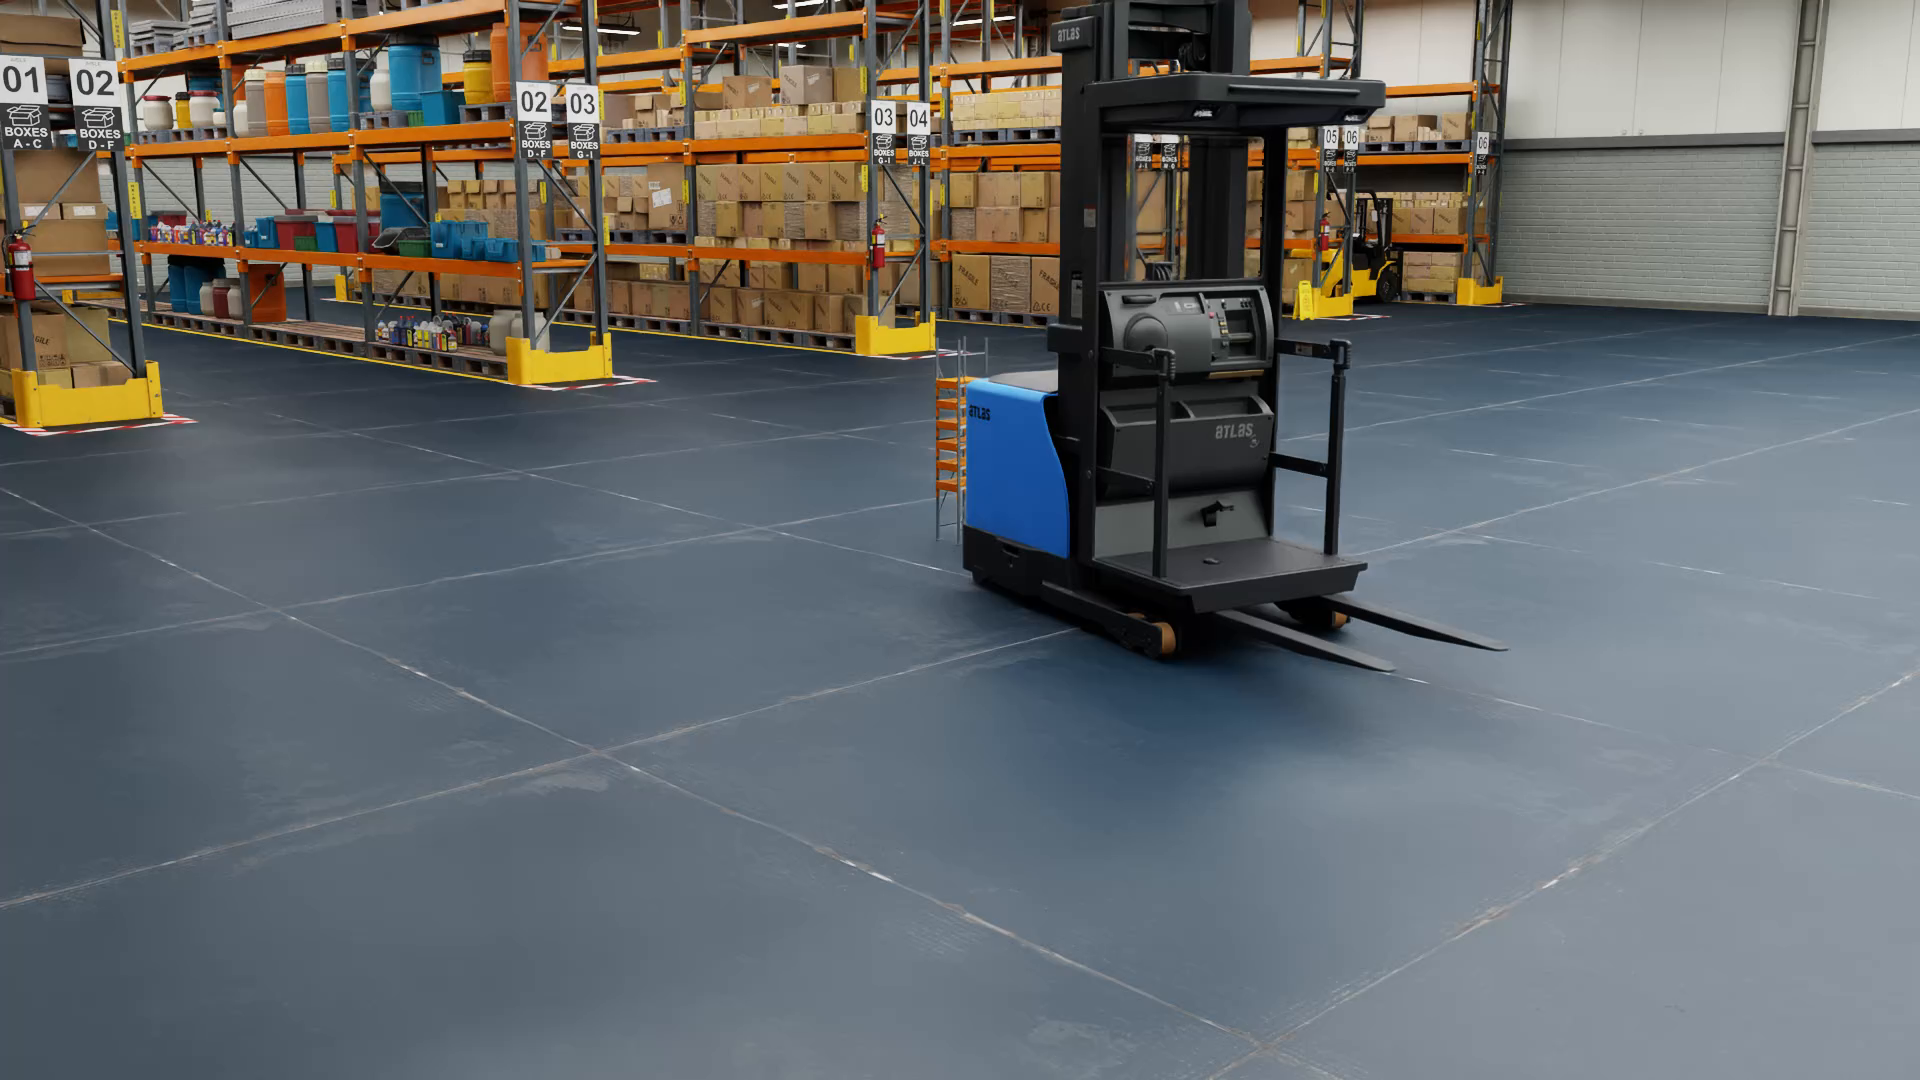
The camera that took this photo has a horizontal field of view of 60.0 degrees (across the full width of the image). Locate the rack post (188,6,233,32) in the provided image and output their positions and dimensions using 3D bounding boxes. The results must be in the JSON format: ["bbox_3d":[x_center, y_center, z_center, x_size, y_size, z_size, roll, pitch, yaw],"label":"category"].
[{"bbox_3d":[-10.430,-7.424,23.835,0.954,0.300,0.937,-11,16,-43],"label":"rack post"}]

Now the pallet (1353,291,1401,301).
[{"bbox_3d":[8.565,-4.937,33.352,1.003,0.211,1.213,-11,16,-43],"label":"pallet"}]

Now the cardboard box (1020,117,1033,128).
[{"bbox_3d":[1.158,-6.484,25.852,0.380,0.149,0.250,-11,16,-42],"label":"cardboard box"}]

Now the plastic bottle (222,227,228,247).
[{"bbox_3d":[-10.647,-4.399,24.120,0.061,0.283,0.133,-11,16,-43],"label":"plastic bottle"}]

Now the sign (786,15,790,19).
[{"bbox_3d":[-3.046,-9.147,29.499,0.100,0.325,0.005,-11,16,-43],"label":"sign"}]

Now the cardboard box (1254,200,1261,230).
[{"bbox_3d":[5.458,-5.636,28.849,0.500,0.500,0.500,-11,16,-42],"label":"cardboard box"}]

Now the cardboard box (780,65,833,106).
[{"bbox_3d":[-2.046,-6.045,22.164,0.500,0.500,0.500,-11,16,-43],"label":"cardboard box"}]

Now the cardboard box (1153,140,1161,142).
[{"bbox_3d":[3.718,-7.350,30.352,0.500,0.250,0.500,-11,16,-44],"label":"cardboard box"}]

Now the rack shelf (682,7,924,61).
[{"bbox_3d":[-2.174,-6.822,22.514,1.077,0.370,4.000,-11,16,-43],"label":"rack shelf"}]

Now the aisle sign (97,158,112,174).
[{"bbox_3d":[-15.262,-6.915,29.601,0.394,0.787,0.004,-11,16,-43],"label":"aisle sign"}]

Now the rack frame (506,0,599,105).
[{"bbox_3d":[-4.375,-6.194,17.675,1.000,3.000,0.127,-11,16,-43],"label":"rack frame"}]

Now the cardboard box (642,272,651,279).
[{"bbox_3d":[-6.264,-5.405,33.998,0.250,0.149,0.380,11,16,43],"label":"cardboard box"}]

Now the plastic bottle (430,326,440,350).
[{"bbox_3d":[-6.211,-2.405,19.810,0.135,0.276,0.152,11,16,44],"label":"plastic bottle"}]

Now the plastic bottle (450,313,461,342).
[{"bbox_3d":[-6.352,-2.676,20.939,0.185,0.351,0.144,11,16,42],"label":"plastic bottle"}]

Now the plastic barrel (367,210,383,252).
[{"bbox_3d":[-7.640,-4.076,21.926,0.433,0.535,0.433,0,12,0],"label":"plastic barrel"}]

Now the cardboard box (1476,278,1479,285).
[{"bbox_3d":[9.764,-4.977,32.408,0.500,0.250,0.500,-11,16,-42],"label":"cardboard box"}]

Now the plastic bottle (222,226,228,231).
[{"bbox_3d":[-11.380,-4.731,25.760,0.097,0.271,0.097,0,12,0],"label":"plastic bottle"}]

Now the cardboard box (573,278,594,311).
[{"bbox_3d":[-5.841,-4.010,27.044,0.500,0.500,0.700,11,16,42],"label":"cardboard box"}]

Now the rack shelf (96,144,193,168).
[{"bbox_3d":[-14.043,-6.416,27.967,1.077,0.370,4.000,-11,16,-43],"label":"rack shelf"}]

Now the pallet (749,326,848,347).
[{"bbox_3d":[-2.219,-2.893,23.429,1.003,0.211,1.213,-11,16,-43],"label":"pallet"}]

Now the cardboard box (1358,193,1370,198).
[{"bbox_3d":[8.152,-6.850,33.135,0.380,0.149,0.250,-11,16,-43],"label":"cardboard box"}]

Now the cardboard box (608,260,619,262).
[{"bbox_3d":[-7.504,-5.971,36.012,0.380,0.149,0.250,-10,16,-41],"label":"cardboard box"}]

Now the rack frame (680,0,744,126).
[{"bbox_3d":[-3.555,-7.468,23.858,1.000,3.000,0.127,-11,16,-43],"label":"rack frame"}]

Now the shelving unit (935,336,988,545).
[{"bbox_3d":[0.010,-0.586,9.780,0.258,1.200,0.189,-11,16,-43],"label":"shelving unit"}]

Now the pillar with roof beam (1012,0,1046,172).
[{"bbox_3d":[-1.268,-10.336,37.779,9.100,9.000,0.548,-11,16,-43],"label":"pillar with roof beam"}]

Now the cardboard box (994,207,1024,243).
[{"bbox_3d":[1.049,-5.055,26.642,0.875,0.550,0.550,-11,16,-43],"label":"cardboard box"}]

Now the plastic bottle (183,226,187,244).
[{"bbox_3d":[-11.758,-4.634,25.287,0.097,0.271,0.097,0,12,0],"label":"plastic bottle"}]

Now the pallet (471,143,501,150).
[{"bbox_3d":[-7.575,-6.739,28.224,1.003,0.211,1.213,-10,15,-40],"label":"pallet"}]

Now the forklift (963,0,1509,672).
[{"bbox_3d":[1.178,-1.014,7.571,1.130,2.935,3.031,-6,13,-29],"label":"forklift"}]

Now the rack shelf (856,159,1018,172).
[{"bbox_3d":[-0.531,-7.903,35.187,1.077,0.370,4.000,-11,16,-43],"label":"rack shelf"}]

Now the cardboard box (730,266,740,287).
[{"bbox_3d":[-4.037,-4.982,31.813,0.500,0.500,0.500,11,16,43],"label":"cardboard box"}]

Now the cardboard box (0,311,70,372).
[{"bbox_3d":[-8.546,-1.829,15.270,0.500,0.500,0.500,-11,16,-43],"label":"cardboard box"}]

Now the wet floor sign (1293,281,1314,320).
[{"bbox_3d":[5.732,-3.997,27.712,0.267,0.644,0.232,-5,13,-23],"label":"wet floor sign"}]

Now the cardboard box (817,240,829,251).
[{"bbox_3d":[-1.683,-3.940,22.225,0.380,0.149,0.250,-11,16,-43],"label":"cardboard box"}]

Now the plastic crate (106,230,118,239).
[{"bbox_3d":[-14.082,-5.119,27.831,0.293,0.136,0.466,-11,16,-43],"label":"plastic crate"}]

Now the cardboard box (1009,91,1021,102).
[{"bbox_3d":[0.987,-6.911,25.948,0.380,0.149,0.250,-11,16,-43],"label":"cardboard box"}]

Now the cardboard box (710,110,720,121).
[{"bbox_3d":[-3.321,-6.001,23.555,0.250,0.149,0.380,11,16,42],"label":"cardboard box"}]

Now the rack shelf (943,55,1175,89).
[{"bbox_3d":[1.483,-7.304,25.838,1.077,0.370,4.000,-11,16,-43],"label":"rack shelf"}]

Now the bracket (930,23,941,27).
[{"bbox_3d":[-0.477,-13.086,42.207,0.076,0.066,4.783,-11,16,-43],"label":"bracket"}]

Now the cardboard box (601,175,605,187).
[{"bbox_3d":[-7.371,-7.387,34.872,0.500,0.500,0.500,-11,16,-44],"label":"cardboard box"}]

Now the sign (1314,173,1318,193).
[{"bbox_3d":[5.959,-5.974,27.823,0.100,0.325,0.005,-11,16,-43],"label":"sign"}]

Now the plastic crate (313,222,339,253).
[{"bbox_3d":[-8.124,-3.949,21.686,0.392,0.384,0.575,-11,16,-43],"label":"plastic crate"}]

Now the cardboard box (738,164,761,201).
[{"bbox_3d":[-2.737,-4.967,23.124,0.500,0.500,0.500,-11,16,-43],"label":"cardboard box"}]

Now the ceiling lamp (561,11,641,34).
[{"bbox_3d":[-8.282,-13.513,38.734,2.000,3.185,0.800,-11,16,-43],"label":"ceiling lamp"}]

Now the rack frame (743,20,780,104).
[{"bbox_3d":[-4.675,-10.600,39.062,1.000,3.000,0.127,-11,16,-43],"label":"rack frame"}]

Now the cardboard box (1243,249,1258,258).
[{"bbox_3d":[5.159,-5.033,29.213,0.380,0.149,0.250,-11,16,-42],"label":"cardboard box"}]

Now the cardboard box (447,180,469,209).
[{"bbox_3d":[-8.633,-6.145,29.572,0.637,0.503,0.797,11,16,44],"label":"cardboard box"}]

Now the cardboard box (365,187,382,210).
[{"bbox_3d":[-10.999,-6.465,31.634,0.500,0.500,0.500,11,16,44],"label":"cardboard box"}]

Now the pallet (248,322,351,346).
[{"bbox_3d":[-9.393,-2.939,23.653,1.003,0.211,1.213,-11,16,-43],"label":"pallet"}]

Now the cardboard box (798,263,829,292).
[{"bbox_3d":[-2.305,-4.792,30.273,1.050,0.750,0.750,-11,16,-43],"label":"cardboard box"}]

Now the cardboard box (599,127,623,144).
[{"bbox_3d":[-5.461,-6.256,25.783,0.500,0.250,0.500,-10,16,-41],"label":"cardboard box"}]

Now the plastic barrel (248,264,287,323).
[{"bbox_3d":[-10.250,-3.635,24.459,0.600,0.830,0.708,-11,16,-43],"label":"plastic barrel"}]

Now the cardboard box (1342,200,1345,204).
[{"bbox_3d":[7.726,-6.768,33.474,0.380,0.149,0.250,-10,16,-41],"label":"cardboard box"}]

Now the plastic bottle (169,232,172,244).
[{"bbox_3d":[-12.171,-4.686,25.717,0.097,0.201,0.097,0,12,0],"label":"plastic bottle"}]
